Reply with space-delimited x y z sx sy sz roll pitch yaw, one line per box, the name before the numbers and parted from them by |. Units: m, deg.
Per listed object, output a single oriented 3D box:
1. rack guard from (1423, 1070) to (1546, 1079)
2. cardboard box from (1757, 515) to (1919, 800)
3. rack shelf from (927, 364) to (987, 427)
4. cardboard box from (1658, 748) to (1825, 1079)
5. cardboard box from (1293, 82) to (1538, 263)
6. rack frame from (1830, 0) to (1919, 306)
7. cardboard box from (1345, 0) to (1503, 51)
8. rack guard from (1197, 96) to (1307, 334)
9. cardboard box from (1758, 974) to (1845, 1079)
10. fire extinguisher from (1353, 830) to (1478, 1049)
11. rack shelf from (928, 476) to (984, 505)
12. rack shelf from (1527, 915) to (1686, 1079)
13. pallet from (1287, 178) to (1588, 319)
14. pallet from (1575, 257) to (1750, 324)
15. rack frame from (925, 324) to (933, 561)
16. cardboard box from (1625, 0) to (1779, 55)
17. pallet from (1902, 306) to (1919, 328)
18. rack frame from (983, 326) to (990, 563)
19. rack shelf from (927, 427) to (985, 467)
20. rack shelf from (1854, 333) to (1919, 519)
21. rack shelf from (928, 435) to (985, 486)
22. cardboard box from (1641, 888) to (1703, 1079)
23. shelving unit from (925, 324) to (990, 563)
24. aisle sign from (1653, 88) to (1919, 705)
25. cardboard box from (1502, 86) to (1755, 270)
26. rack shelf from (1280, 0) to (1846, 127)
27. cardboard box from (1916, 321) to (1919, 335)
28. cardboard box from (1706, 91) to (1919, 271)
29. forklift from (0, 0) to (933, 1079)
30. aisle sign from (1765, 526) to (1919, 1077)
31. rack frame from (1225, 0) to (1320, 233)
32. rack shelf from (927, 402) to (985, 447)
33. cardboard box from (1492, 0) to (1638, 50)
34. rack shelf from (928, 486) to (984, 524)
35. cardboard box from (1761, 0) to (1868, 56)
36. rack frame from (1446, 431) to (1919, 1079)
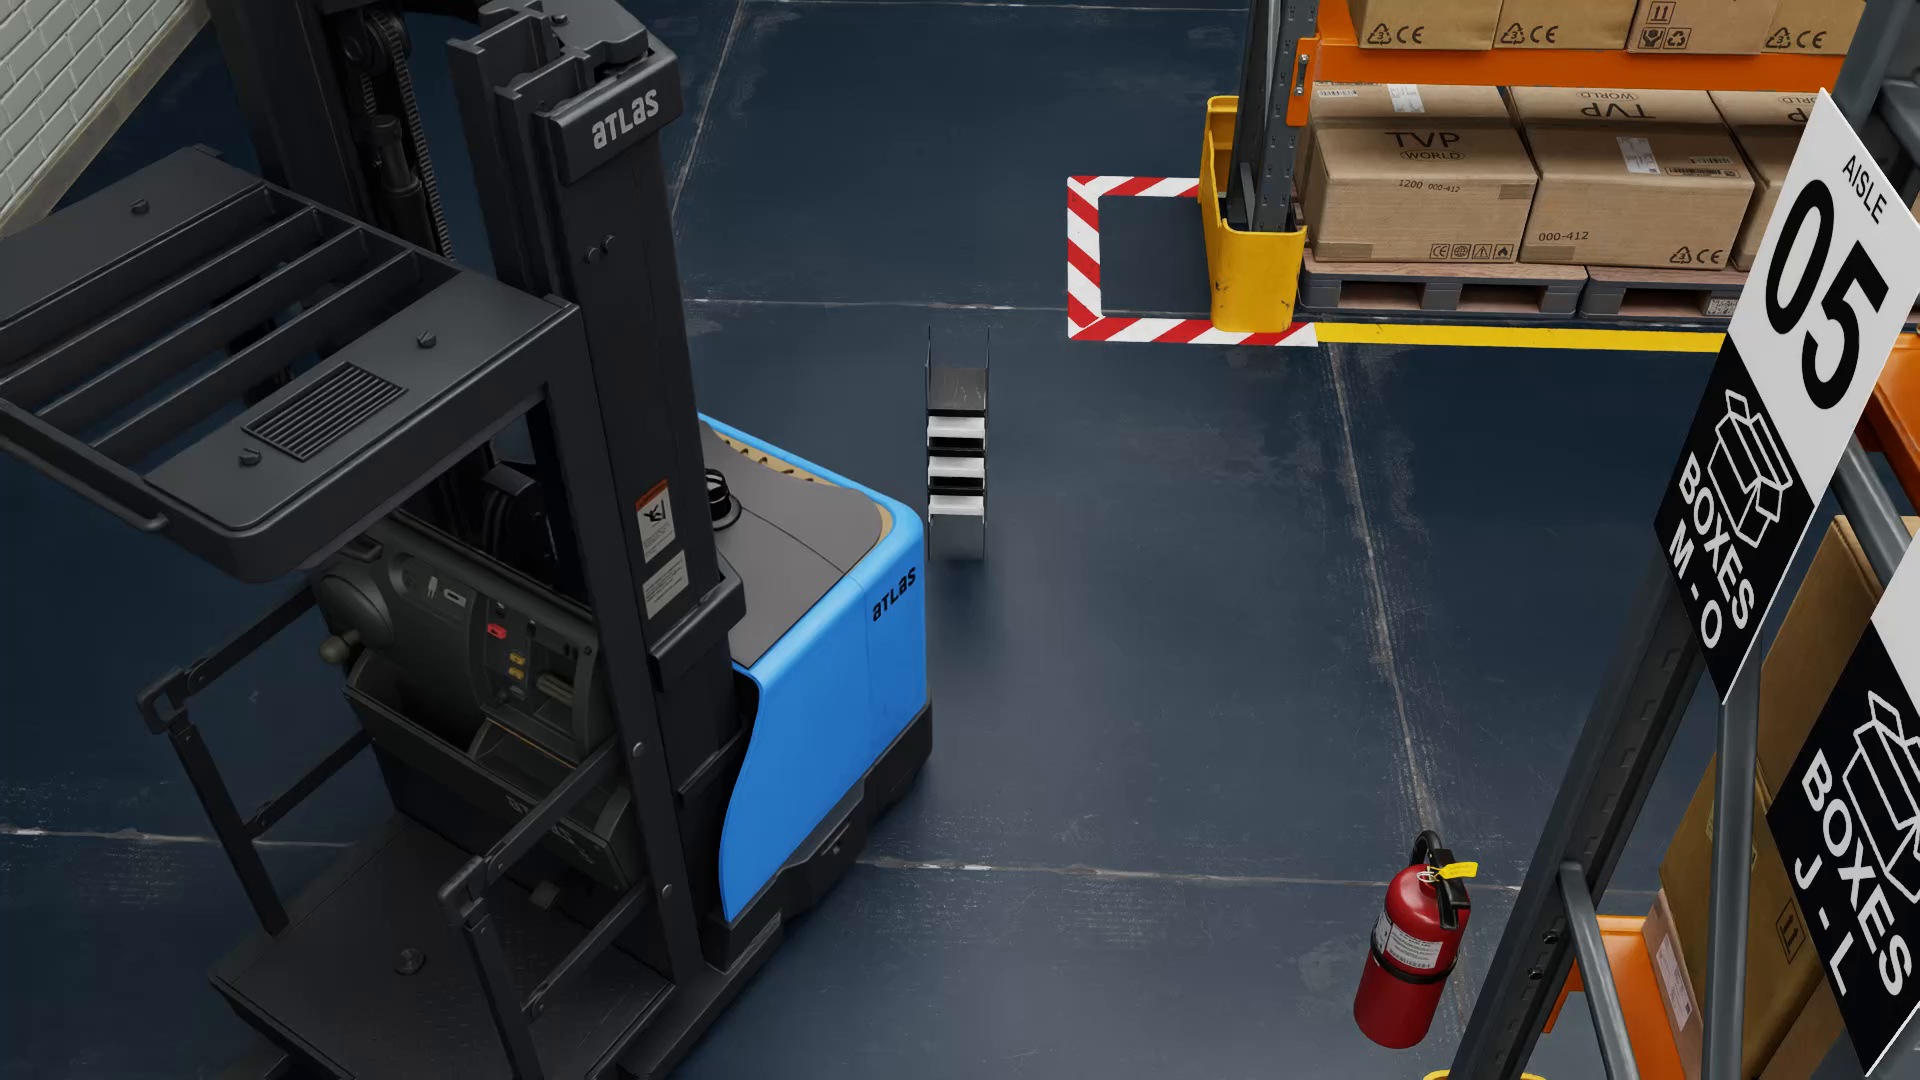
rack guard | 1.273 1.896 3.848 0.348 0.500 1.175 2 43 2
cardboard box | 1.665 0.312 2.689 0.500 0.500 0.500 1 43 1
rack shelf | -0.008 -0.503 5.782 0.200 0.077 0.258 2 43 2
cardboard box | 1.657 0.672 3.036 0.500 0.500 0.500 3 43 3
cardboard box | 1.982 -1.659 7.402 0.875 0.438 0.875 0 43 0
rack frame | 1.197 -1.216 0.954 0.127 3.000 1.000 2 43 2
cardboard box | 1.785 -2.221 6.360 0.500 0.500 0.500 1 43 2
rack guard | 1.295 -1.481 7.473 0.348 0.500 1.175 2 43 2
cardboard box | 1.633 1.035 2.646 0.500 0.500 0.500 4 43 4
fire extinguisher | 0.966 0.822 3.498 0.183 0.674 0.296 2 43 2
rack shelf | -0.008 -0.239 6.028 0.200 0.077 0.258 2 43 2
rack shelf | 3.195 1.304 3.178 4.000 0.370 1.077 2 43 2
pallet | 2.121 -1.403 7.602 1.213 0.211 1.003 2 43 2
pallet | 3.336 -1.364 7.559 1.213 0.211 1.003 2 43 2
rack frame | -0.110 -0.333 5.947 0.006 0.900 0.240 2 43 2
cardboard box | 2.799 -2.197 6.334 0.500 0.500 0.500 2 43 2
pallet | 4.558 -1.328 7.521 1.213 0.211 1.003 2 43 2
rack frame | 0.093 -0.326 5.940 0.006 0.900 0.240 2 43 2
rack shelf | -0.008 -0.371 5.905 0.200 0.077 0.258 2 43 2
rack shelf | 3.195 0.206 2.155 4.000 0.370 1.077 2 43 2
rack shelf | -0.008 -0.305 5.966 0.200 0.077 0.258 2 43 2
cardboard box | 1.535 0.888 3.280 0.250 0.149 0.380 2 43 2
shelving unit | -0.008 -0.330 5.944 0.210 0.900 0.258 2 43 2
aisle sign | 1.137 -0.179 2.334 0.004 0.787 0.394 2 43 2
cardboard box | 2.897 -1.636 7.378 0.875 0.438 0.875 3 43 3
rack shelf | 3.317 -2.070 6.799 4.000 0.370 1.077 2 43 2
cardboard box | 1.663 -0.230 2.206 0.500 0.250 0.500 1 43 1
cardboard box | 3.798 -1.608 7.347 0.875 0.438 0.875 1 43 1
forklift | -1.320 0.291 3.787 1.130 2.935 3.031 24 48 24
aisle sign | 1.110 0.230 1.896 0.004 0.787 0.394 2 43 2
rack frame | 1.319 -2.395 6.620 0.127 3.000 1.000 2 43 2
rack shelf | -0.008 -0.437 5.844 0.200 0.077 0.258 2 43 2
cardboard box | 2.292 -2.225 6.364 0.500 0.500 0.500 1 43 1
rack shelf | -0.008 -0.173 6.089 0.200 0.077 0.258 2 43 2
cardboard box | 3.300 -2.193 6.330 0.500 0.500 0.500 3 43 3
rack frame | 1.197 0.979 2.999 0.127 3.000 1.000 2 43 2
